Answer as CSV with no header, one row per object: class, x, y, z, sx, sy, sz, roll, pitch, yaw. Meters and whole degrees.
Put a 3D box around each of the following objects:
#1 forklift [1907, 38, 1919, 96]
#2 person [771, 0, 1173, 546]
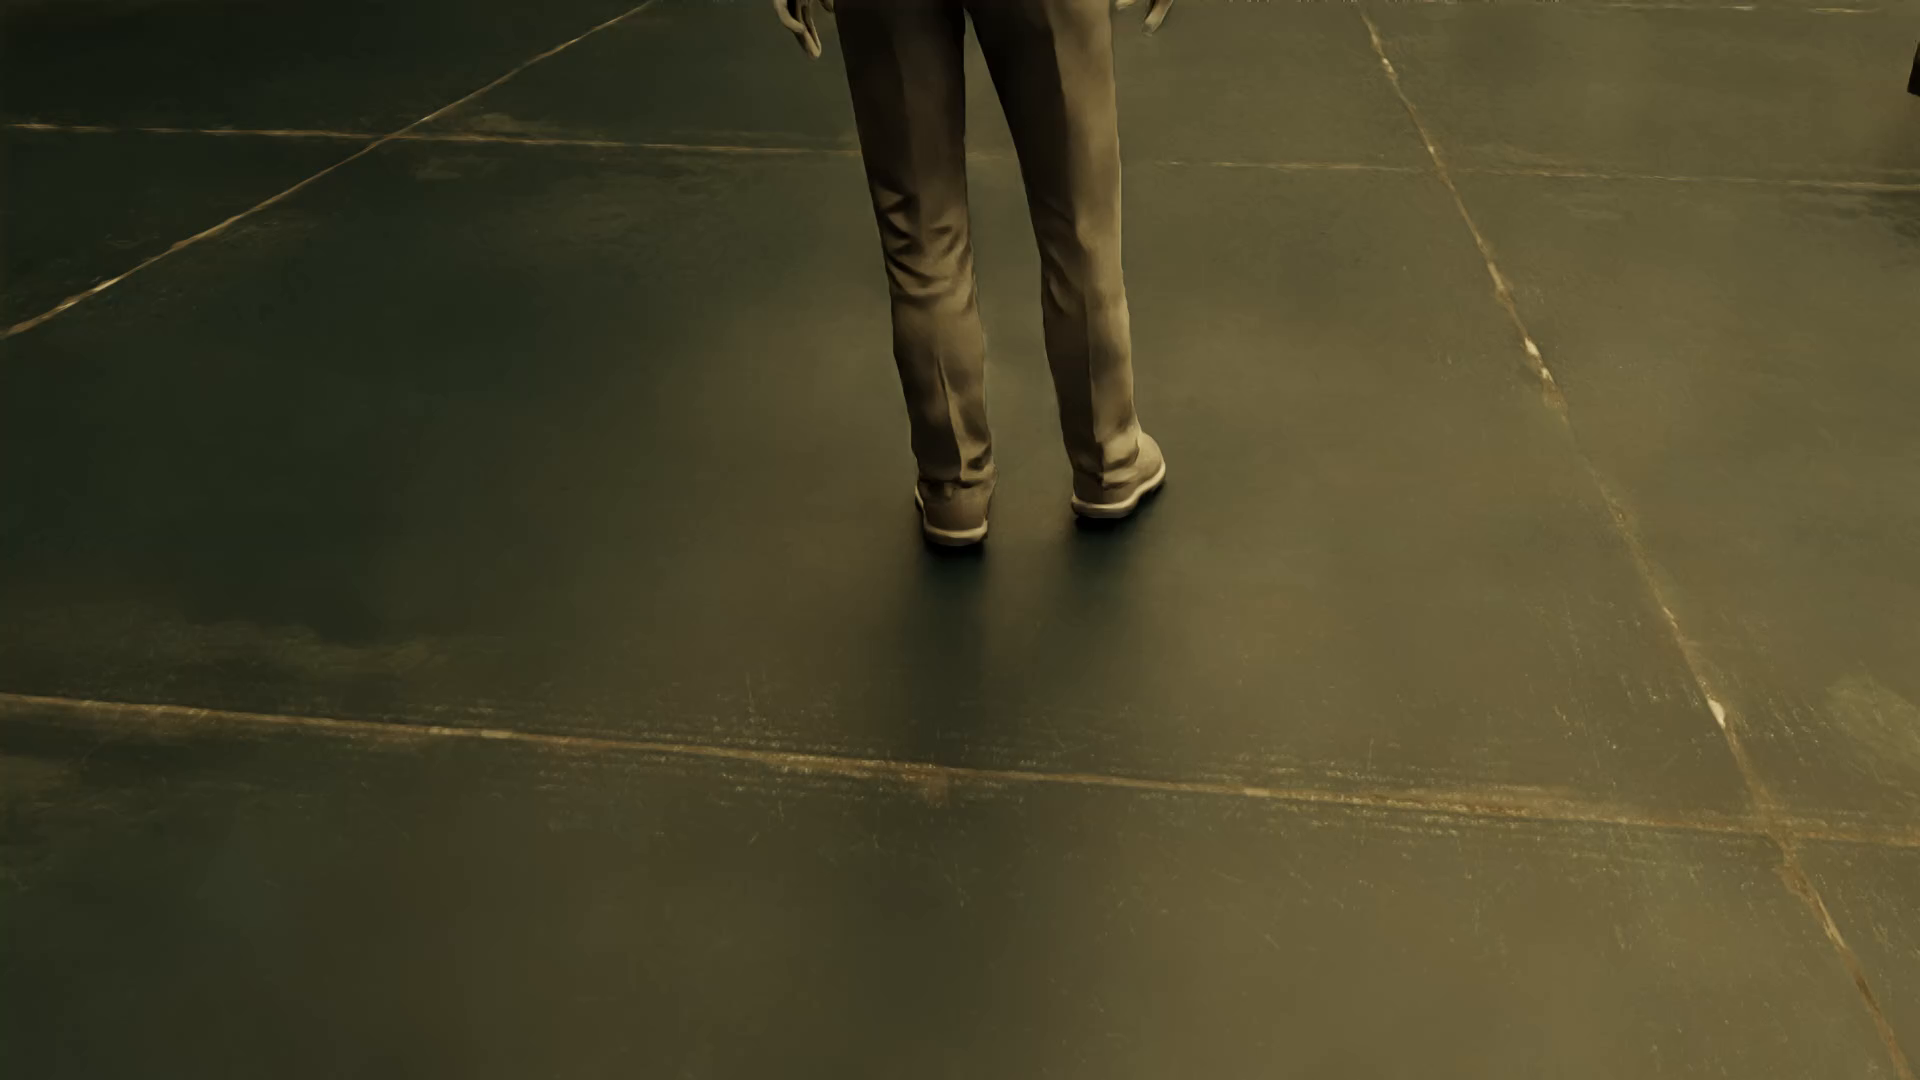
forklift,4.363,-2.852,4.934,3.031,2.935,1.130,-20,33,-34
person,0.016,-0.795,2.177,0.586,1.695,0.532,3,27,7
